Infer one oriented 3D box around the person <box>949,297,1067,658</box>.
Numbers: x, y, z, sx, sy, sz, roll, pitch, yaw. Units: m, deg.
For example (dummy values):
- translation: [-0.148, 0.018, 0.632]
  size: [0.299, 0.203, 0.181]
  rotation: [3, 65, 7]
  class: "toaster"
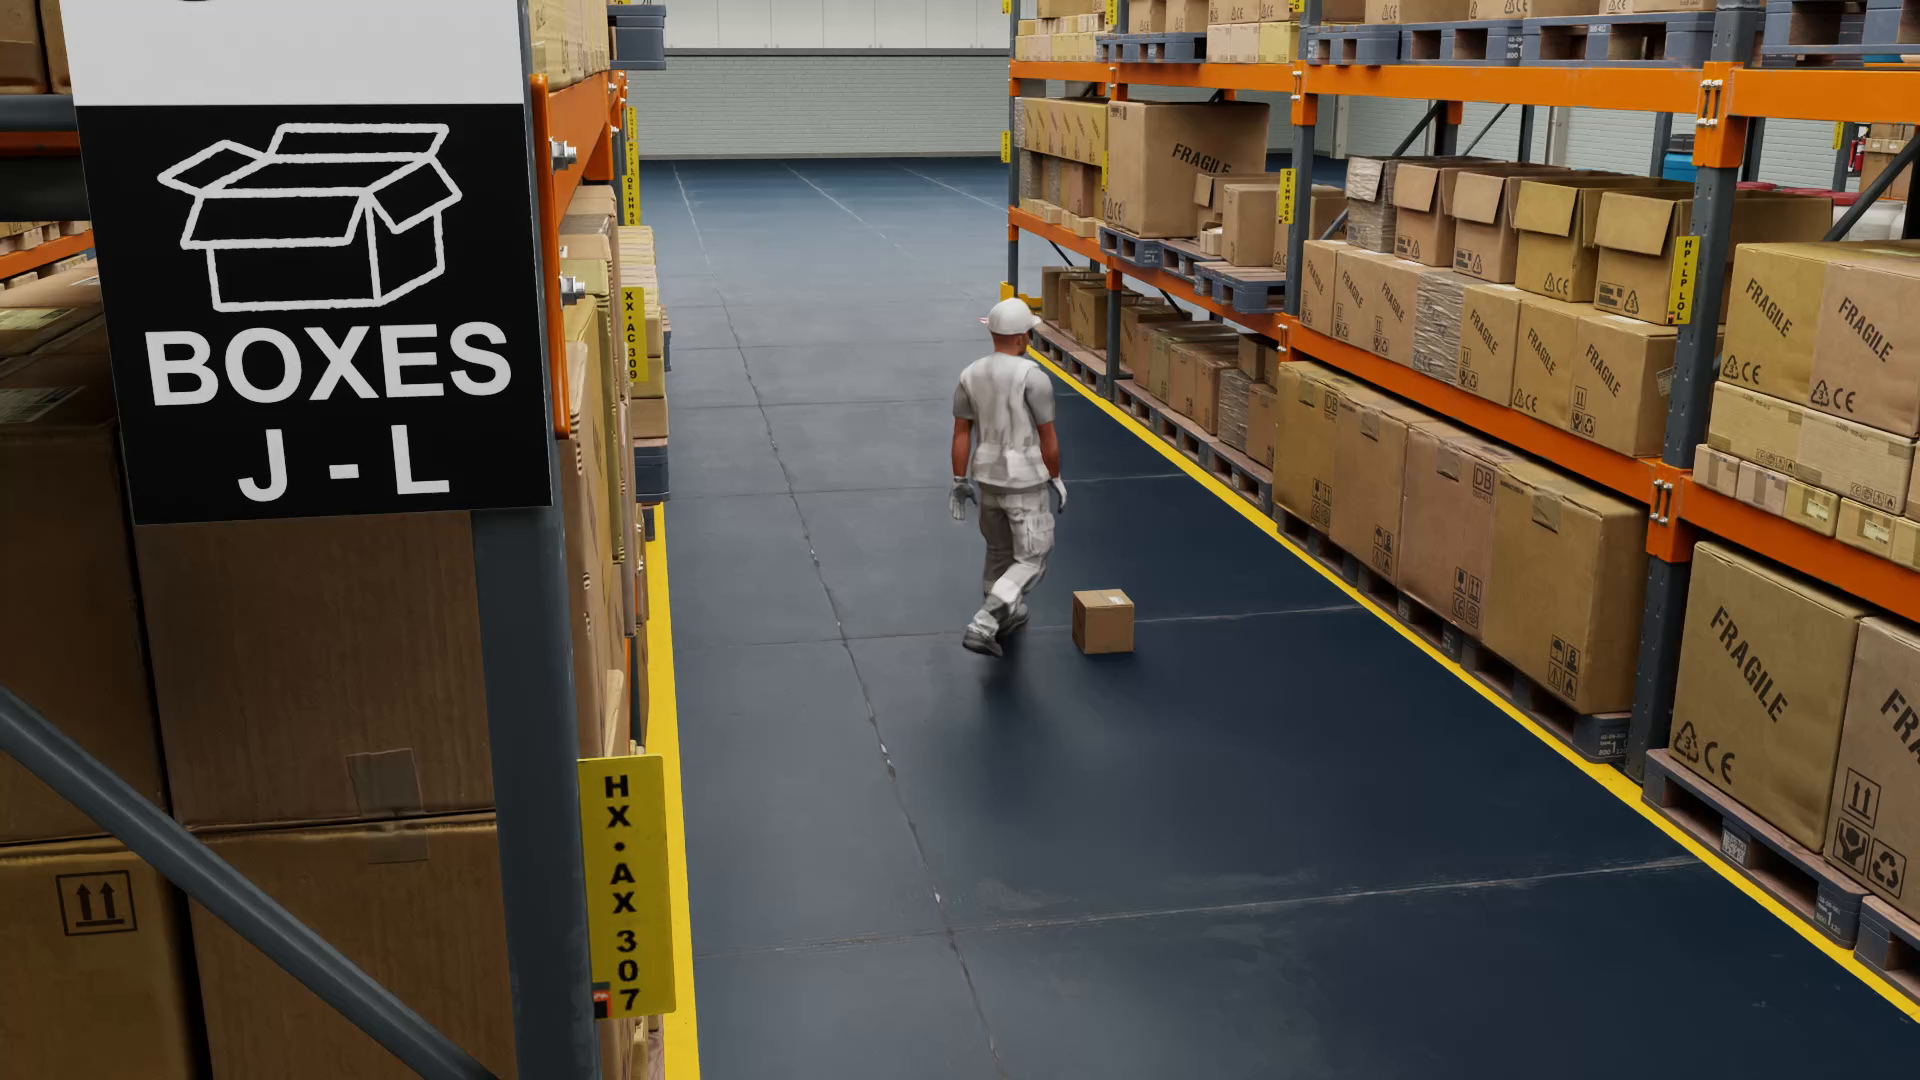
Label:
- translation: [0.207, -0.282, 7.984]
  size: [0.589, 1.764, 0.907]
  rotation: [15, 22, 42]
  class: "person"
